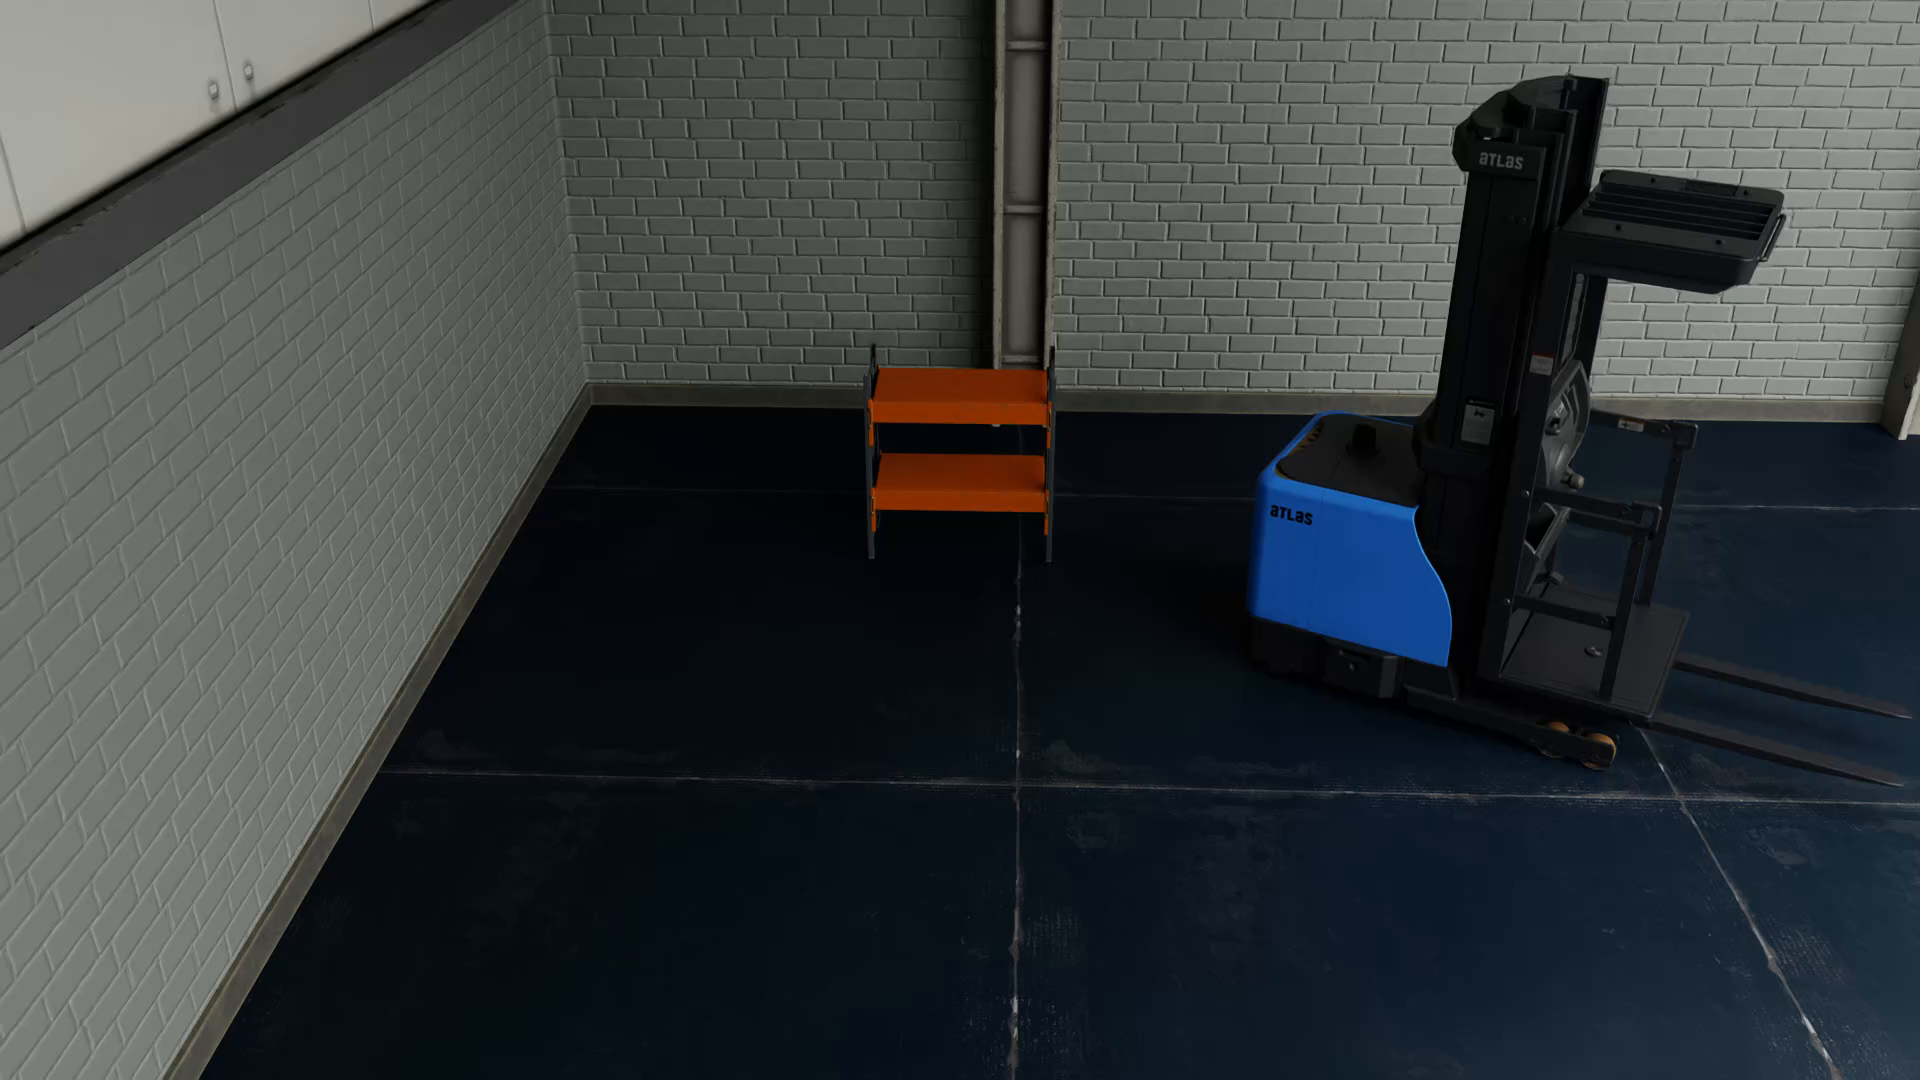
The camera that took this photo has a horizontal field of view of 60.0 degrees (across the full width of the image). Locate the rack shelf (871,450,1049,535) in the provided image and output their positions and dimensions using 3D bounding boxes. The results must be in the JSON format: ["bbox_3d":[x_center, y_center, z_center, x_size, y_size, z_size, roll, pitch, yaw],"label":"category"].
[{"bbox_3d":[0.007,-0.281,9.601,1.000,0.278,0.538,1,28,2],"label":"rack shelf"}]

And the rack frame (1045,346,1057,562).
[{"bbox_3d":[0.515,-0.488,9.470,0.032,1.125,0.500,1,28,2],"label":"rack frame"}]

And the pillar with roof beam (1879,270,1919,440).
[{"bbox_3d":[6.258,-2.695,5.225,0.400,9.000,9.100,1,28,2],"label":"pillar with roof beam"}]

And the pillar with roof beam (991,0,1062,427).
[{"bbox_3d":[0.261,-2.794,5.413,0.400,9.000,9.100,1,28,2],"label":"pillar with roof beam"}]

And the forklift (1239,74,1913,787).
[{"bbox_3d":[2.967,-0.512,7.586,3.031,2.935,1.130,15,31,26],"label":"forklift"}]

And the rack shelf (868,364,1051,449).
[{"bbox_3d":[0.007,-0.755,9.349,1.000,0.278,0.538,1,28,2],"label":"rack shelf"}]

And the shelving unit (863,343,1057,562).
[{"bbox_3d":[0.007,-0.497,9.486,1.048,1.125,0.538,1,28,2],"label":"shelving unit"}]

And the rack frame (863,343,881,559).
[{"bbox_3d":[-0.501,-0.505,9.502,0.032,1.125,0.500,1,28,2],"label":"rack frame"}]
